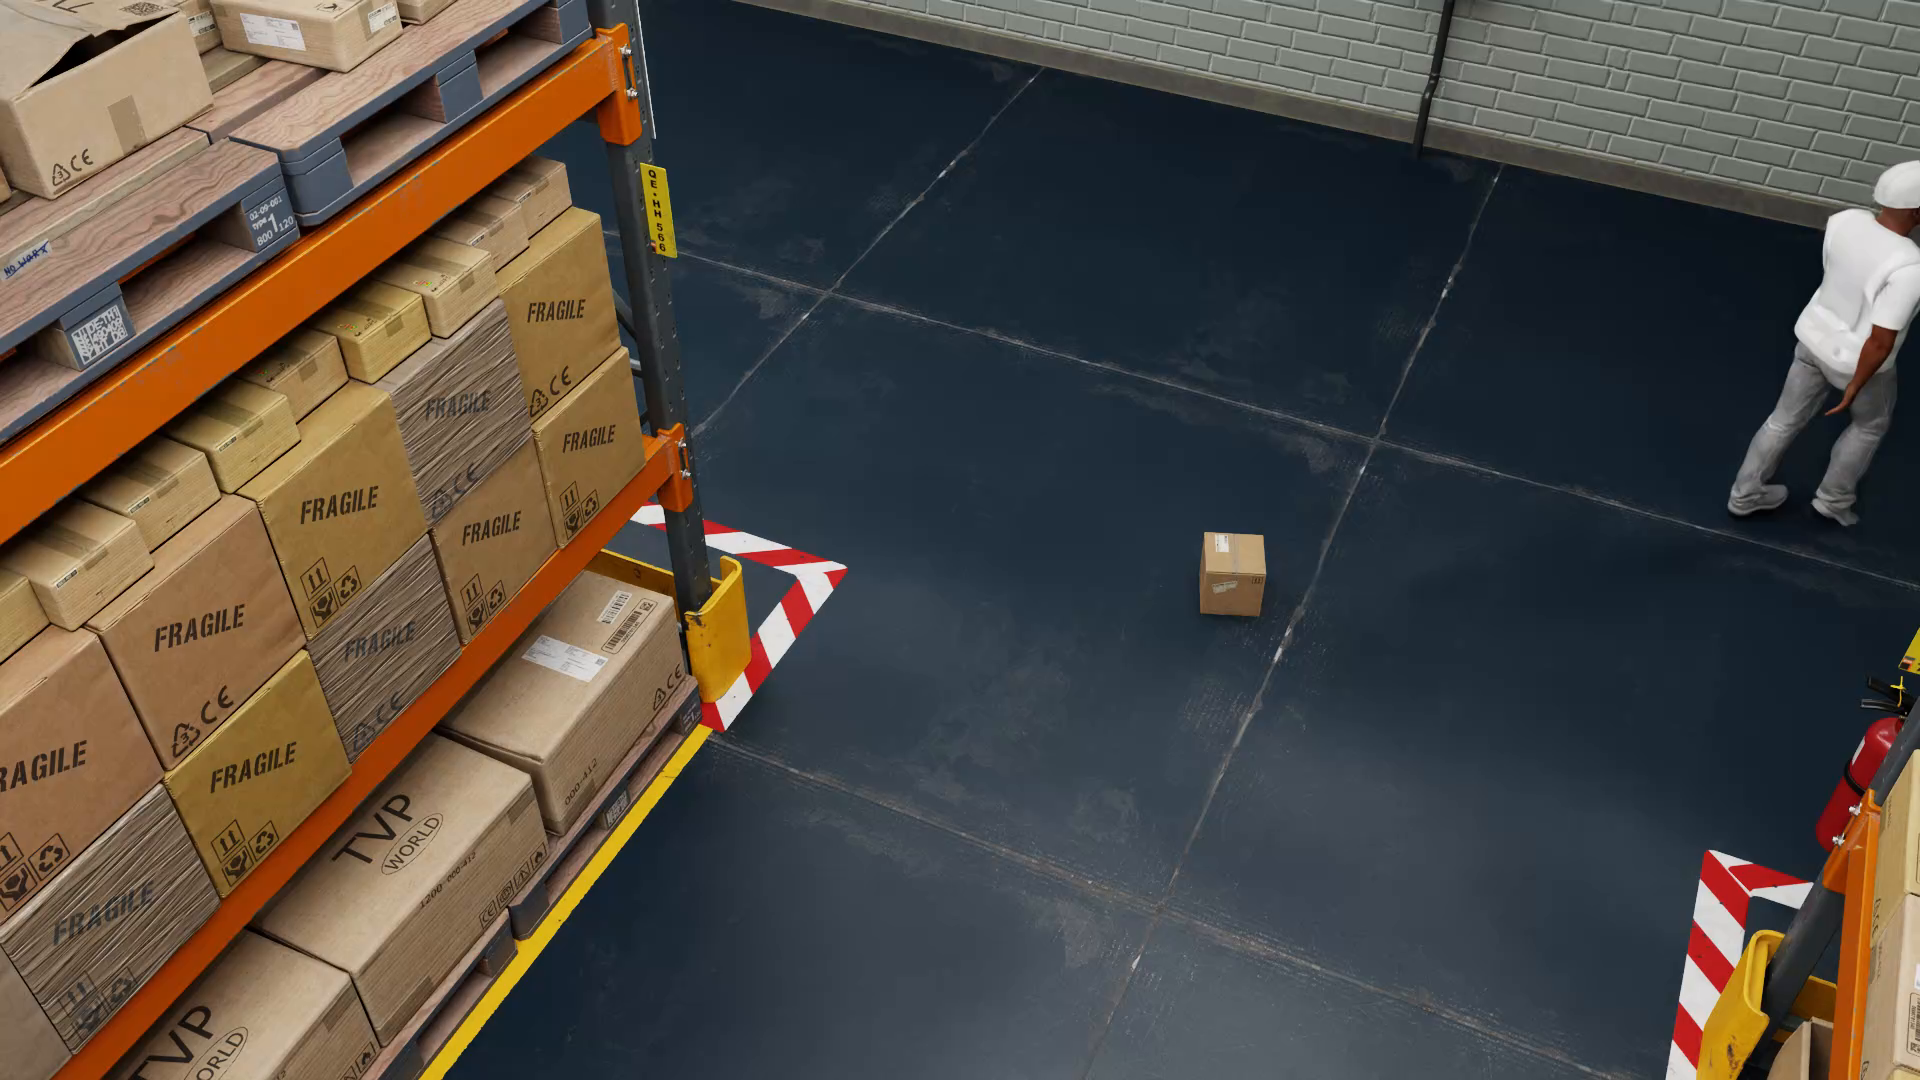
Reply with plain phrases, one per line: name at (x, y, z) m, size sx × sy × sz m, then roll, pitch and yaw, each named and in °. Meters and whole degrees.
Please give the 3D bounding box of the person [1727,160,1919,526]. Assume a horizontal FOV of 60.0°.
person at (3.780, -0.789, 7.059) m, size 0.623 × 1.838 × 0.564 m, roll -13°, pitch 43°, yaw -14°
